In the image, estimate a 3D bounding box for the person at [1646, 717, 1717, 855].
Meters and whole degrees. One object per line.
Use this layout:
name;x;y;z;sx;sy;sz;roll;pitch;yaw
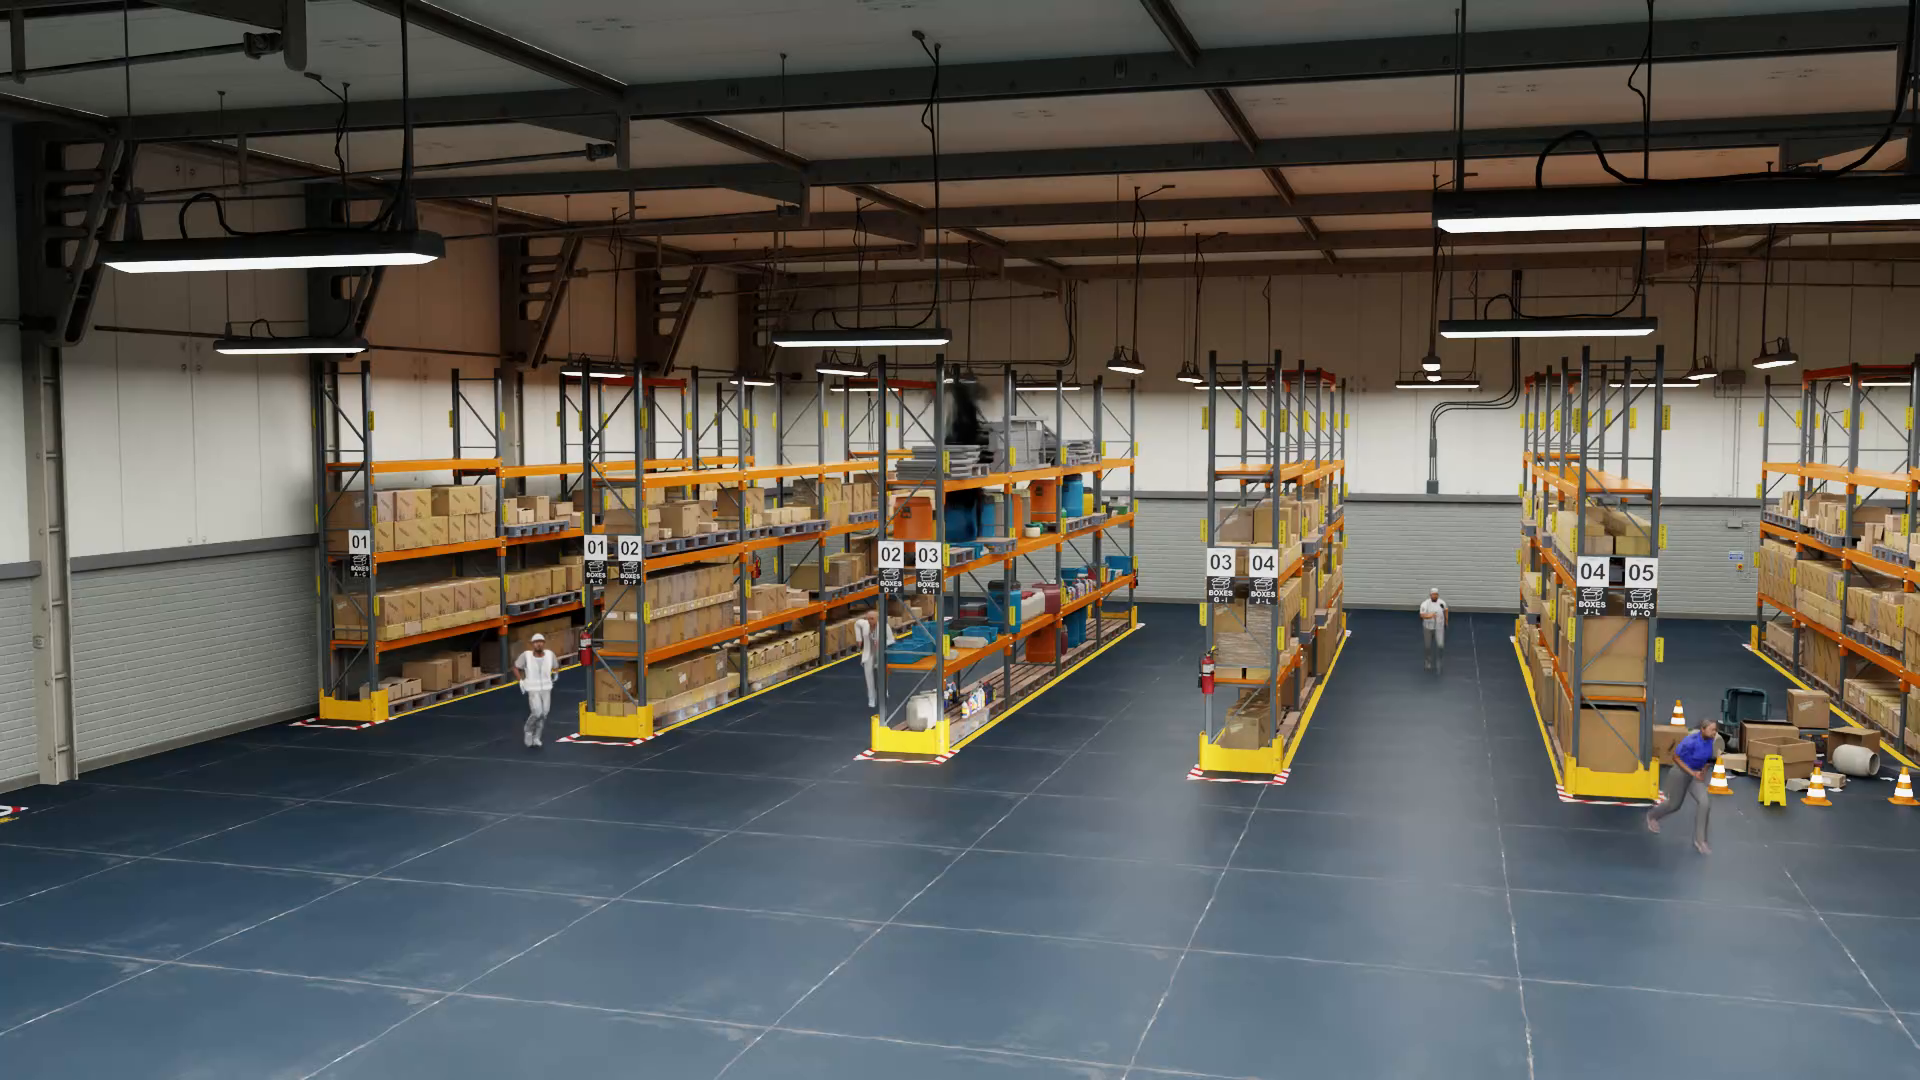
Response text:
person;8.530;2.835;19.641;0.610;1.616;0.975;-2;5;-27

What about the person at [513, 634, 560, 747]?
person;-6.417;2.301;25.428;0.658;1.745;0.625;-3;5;-33

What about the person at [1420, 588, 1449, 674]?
person;9.448;1.822;33.154;0.562;1.758;0.779;1;4;12

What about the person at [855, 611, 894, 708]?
person;-1.485;2.079;29.495;0.753;1.744;1.054;1;4;11
